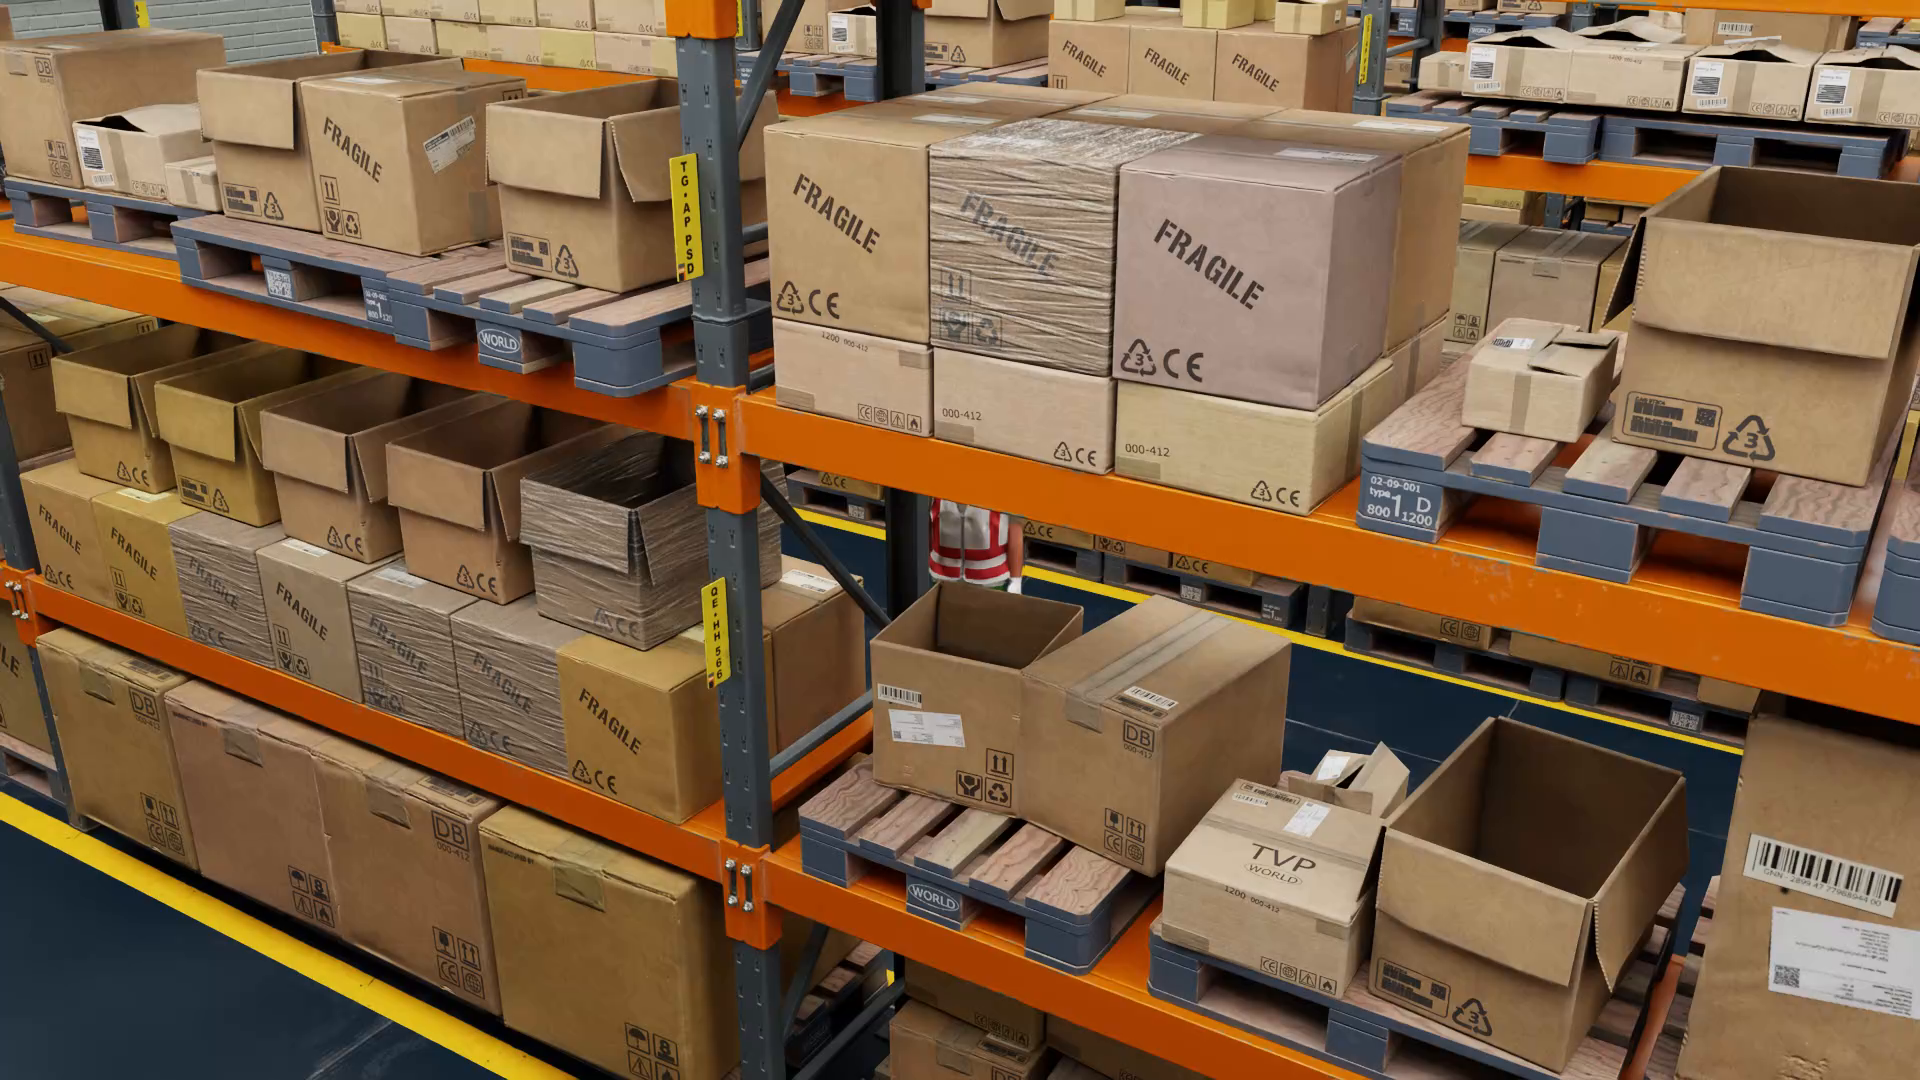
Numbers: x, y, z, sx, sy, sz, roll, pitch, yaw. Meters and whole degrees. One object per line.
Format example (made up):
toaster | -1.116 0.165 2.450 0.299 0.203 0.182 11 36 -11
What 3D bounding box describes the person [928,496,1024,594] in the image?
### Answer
person | 0.033 0.210 8.047 0.545 1.795 0.441 5 23 12
